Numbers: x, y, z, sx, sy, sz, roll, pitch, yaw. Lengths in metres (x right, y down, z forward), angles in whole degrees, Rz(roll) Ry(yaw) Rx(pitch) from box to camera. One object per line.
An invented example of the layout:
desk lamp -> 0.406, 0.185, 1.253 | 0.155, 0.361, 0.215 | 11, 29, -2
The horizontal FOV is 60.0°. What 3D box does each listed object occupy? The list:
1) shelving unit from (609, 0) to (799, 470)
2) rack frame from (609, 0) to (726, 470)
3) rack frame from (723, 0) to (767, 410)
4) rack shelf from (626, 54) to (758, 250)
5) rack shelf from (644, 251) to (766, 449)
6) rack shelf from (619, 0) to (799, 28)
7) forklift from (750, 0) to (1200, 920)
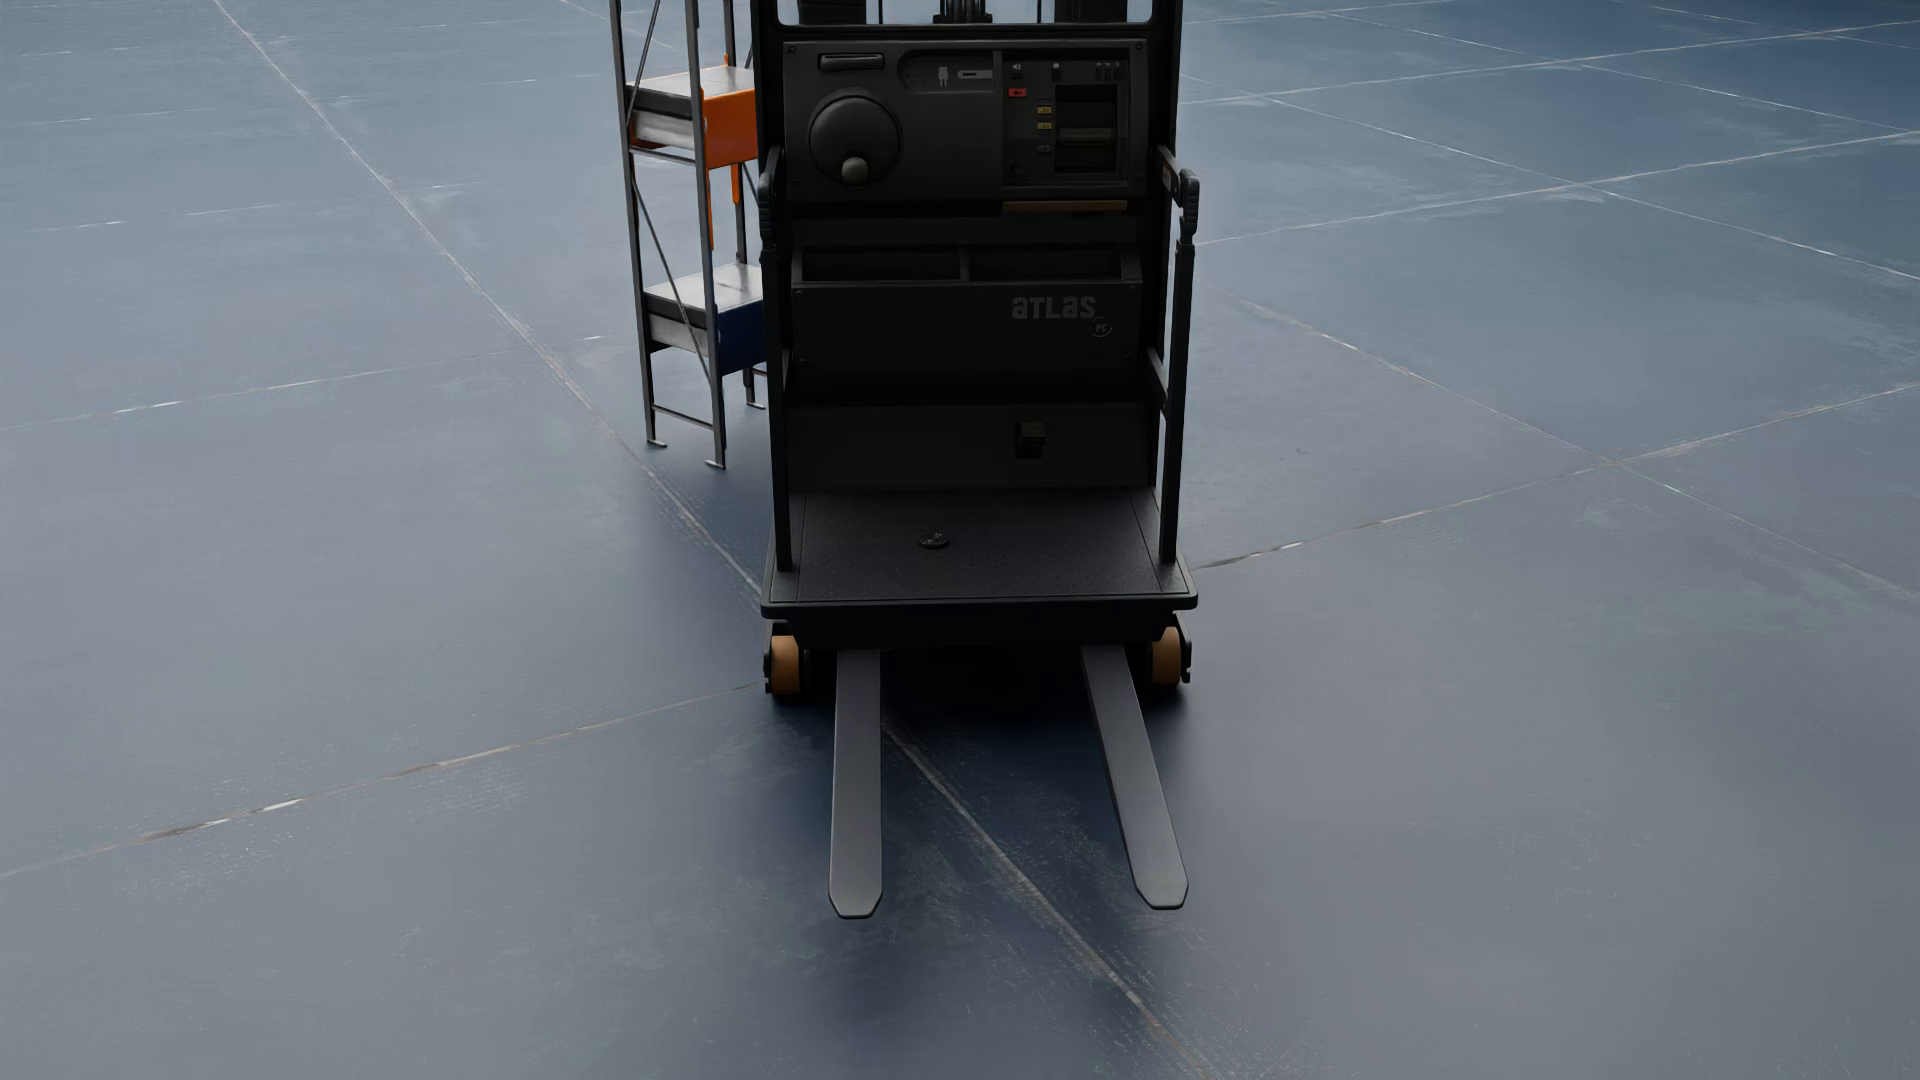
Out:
shelving unit -> -0.810, -1.326, 5.585 | 0.431, 2.100, 0.503 | 20, 32, 35
rack frame -> -0.967, -1.245, 5.417 | 0.400, 2.100, 0.015 | 20, 32, 35
rack frame -> -0.653, -1.407, 5.754 | 0.400, 2.100, 0.015 | 20, 32, 35
rack shelf -> -0.810, -1.314, 5.591 | 0.431, 0.518, 0.480 | 20, 32, 35
rack shelf -> -0.811, -0.683, 5.895 | 0.431, 0.518, 0.480 | 20, 32, 35
rack shelf -> -0.809, -1.945, 5.288 | 0.431, 0.518, 0.480 | 20, 32, 35
forklift -> 0.029, -1.052, 4.055 | 1.130, 2.935, 3.031 | -1, 26, -2
